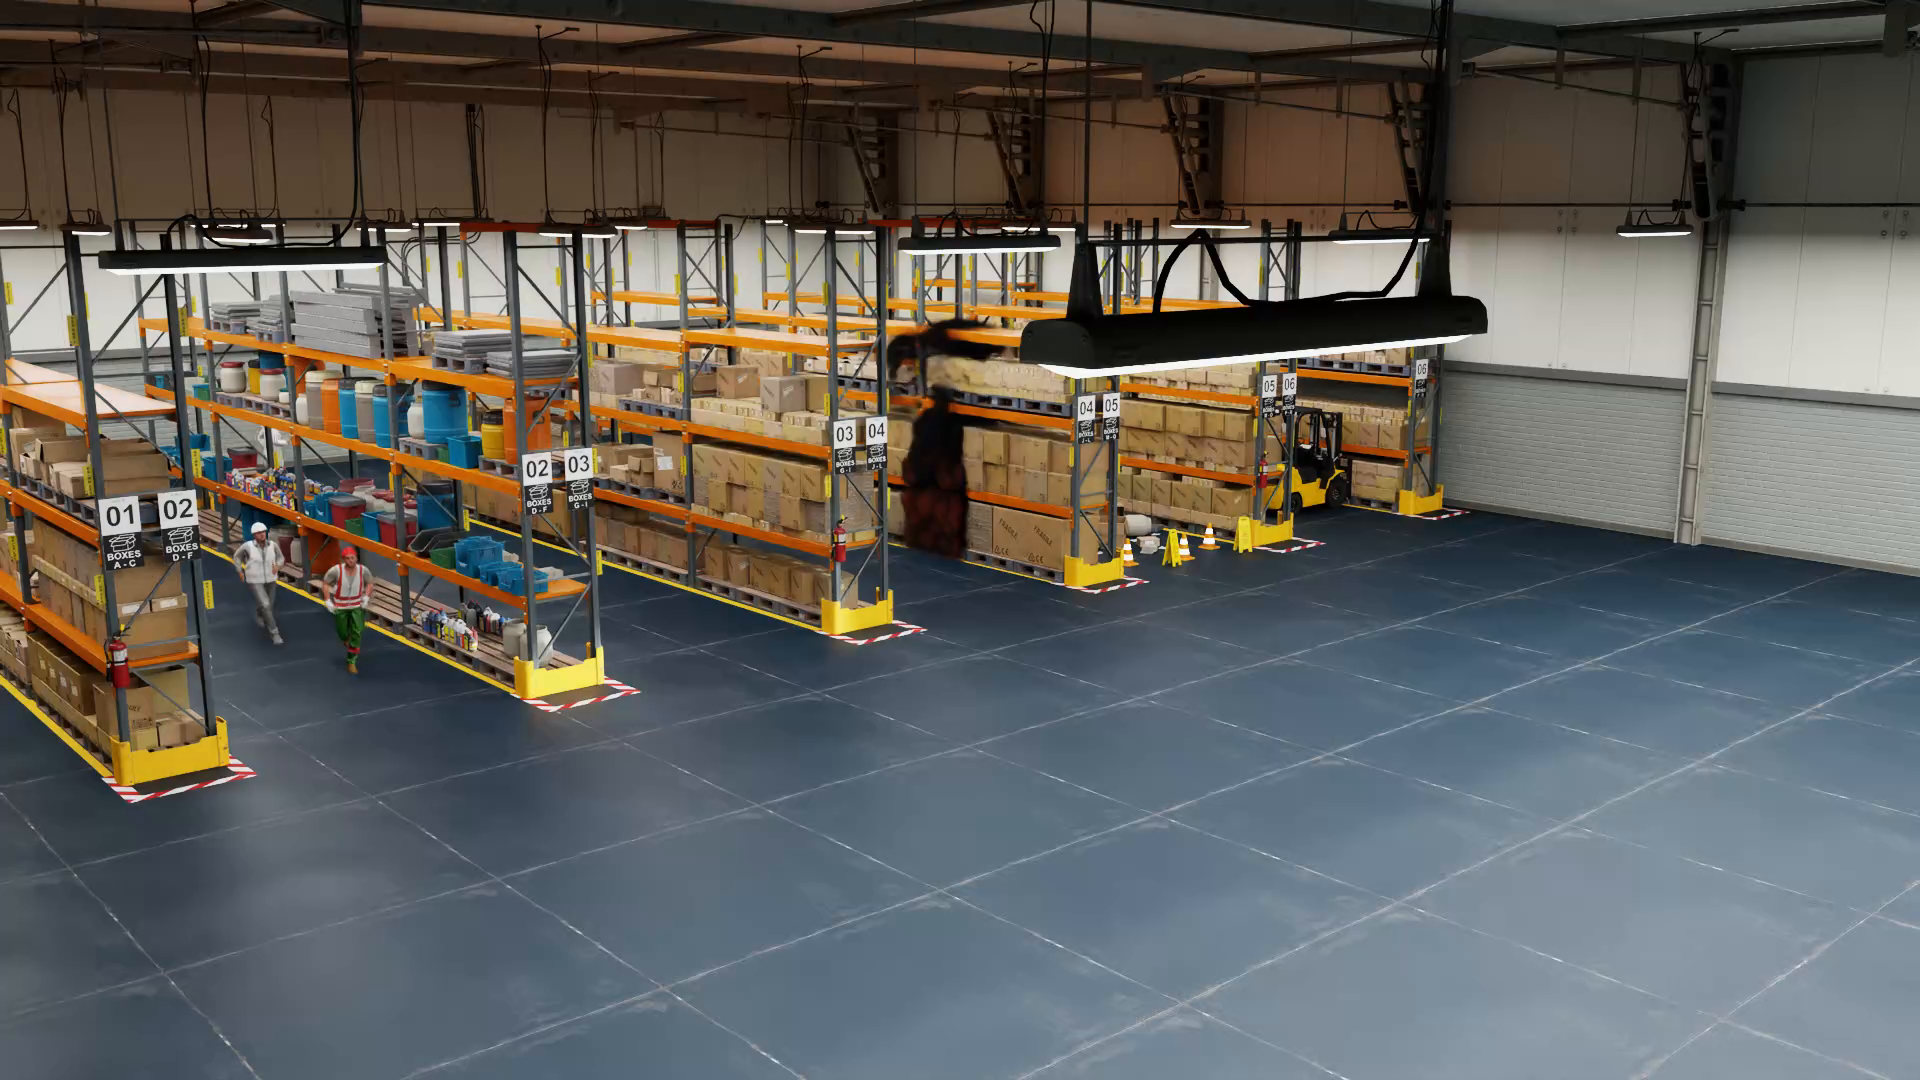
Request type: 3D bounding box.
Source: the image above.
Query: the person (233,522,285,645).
[{"bbox_3d":[-10.264,0.597,24.451,0.678,1.774,1.010,-10,15,-40],"label":"person"}]

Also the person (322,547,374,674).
[{"bbox_3d":[-8.445,0.926,22.997,0.677,1.756,0.820,-5,13,-25],"label":"person"}]

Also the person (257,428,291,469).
[{"bbox_3d":[-15.077,-1.848,36.463,0.965,1.761,0.718,-8,14,-35],"label":"person"}]
